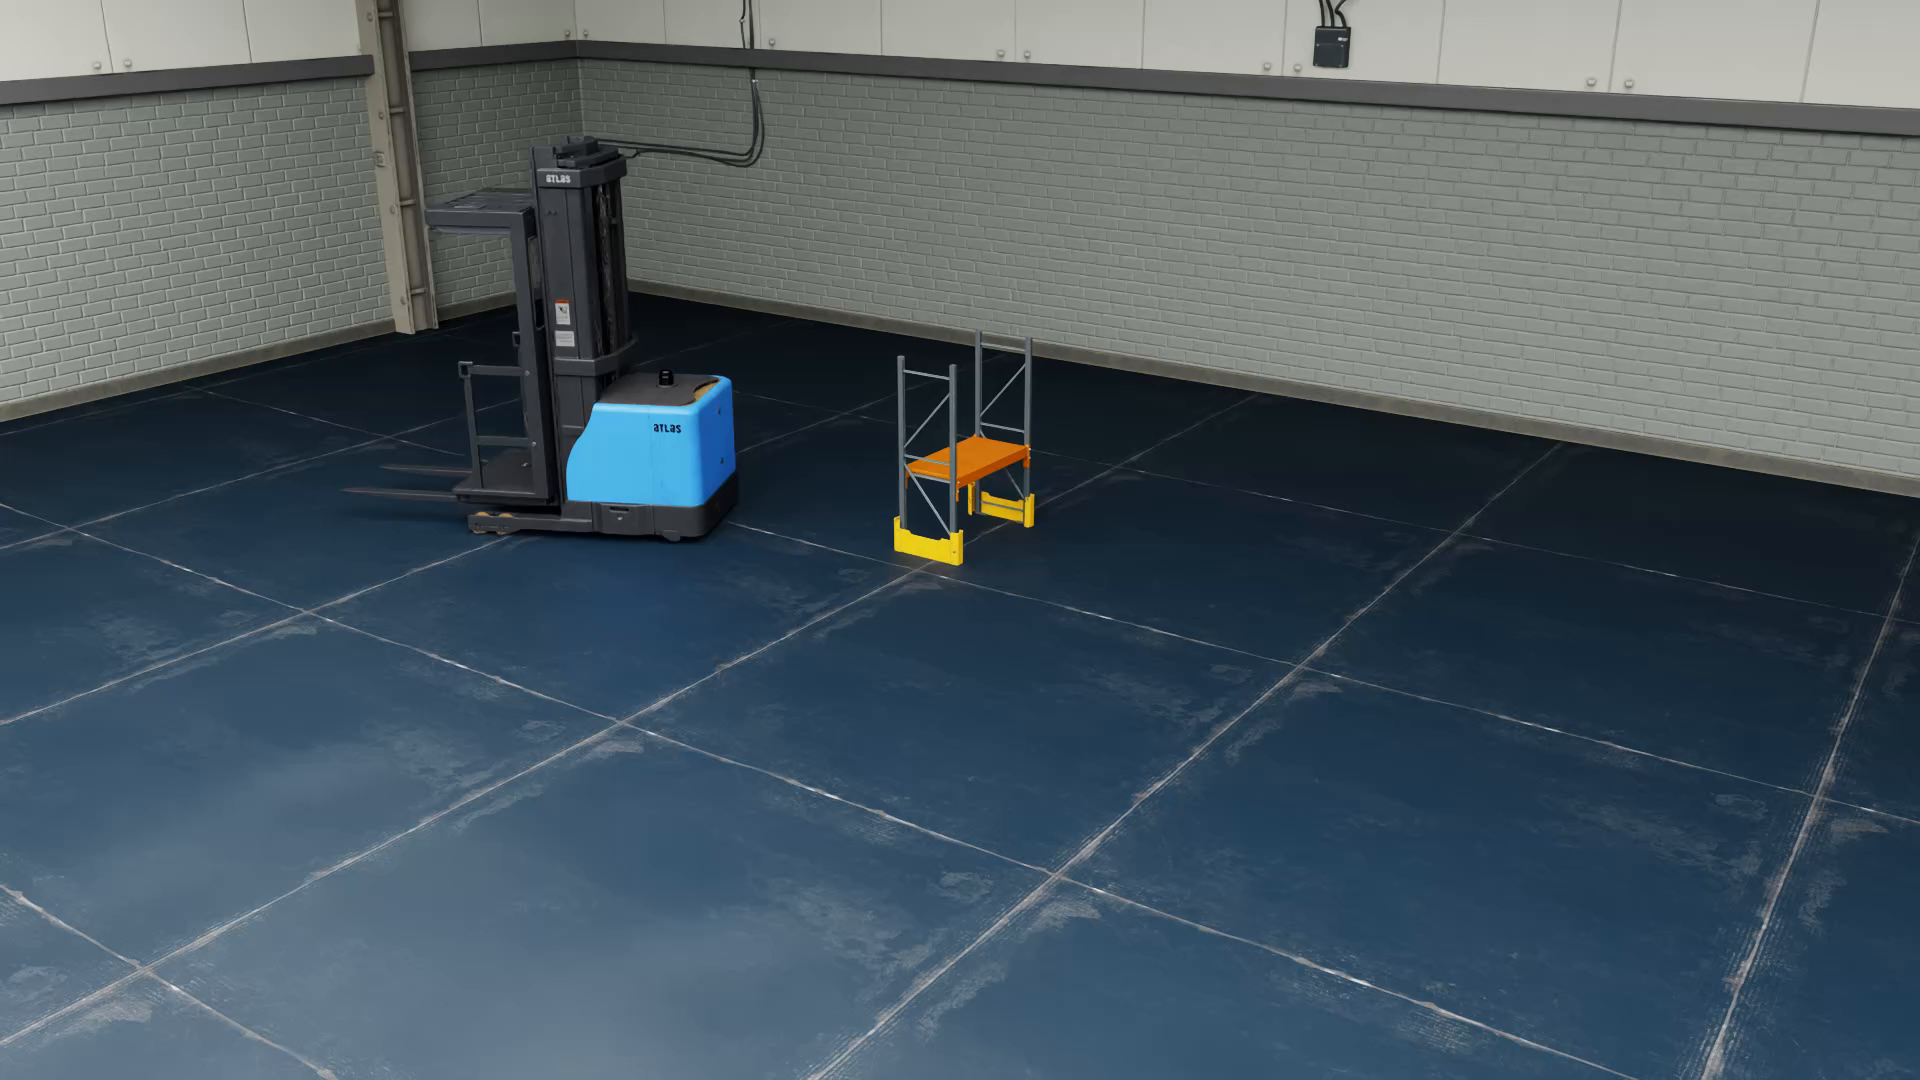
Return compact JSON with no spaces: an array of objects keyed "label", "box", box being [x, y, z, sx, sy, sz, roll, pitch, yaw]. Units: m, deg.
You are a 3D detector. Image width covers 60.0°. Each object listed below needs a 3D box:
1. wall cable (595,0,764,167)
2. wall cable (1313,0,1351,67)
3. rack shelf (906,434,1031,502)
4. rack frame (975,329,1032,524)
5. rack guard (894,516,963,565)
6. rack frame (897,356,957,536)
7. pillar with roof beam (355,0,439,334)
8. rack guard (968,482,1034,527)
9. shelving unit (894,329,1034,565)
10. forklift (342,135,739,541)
[{"label":"wall cable","box":[-3.591,-5.810,19.976,3.097,2.526,0.112,13,24,32]},{"label":"wall cable","box":[4.251,-7.005,13.829,2.305,6.003,0.169,13,24,32]},{"label":"rack shelf","box":[0.048,-0.559,12.633,0.538,0.185,1.000,13,24,32]},{"label":"rack frame","box":[0.334,-0.874,12.965,0.500,1.500,0.032,13,24,32]},{"label":"rack guard","box":[-0.237,0.004,12.394,0.587,0.250,0.087,13,24,32]},{"label":"rack frame","box":[-0.238,-0.582,12.177,0.500,1.500,0.032,13,24,32]},{"label":"pillar with roof beam","box":[-2.781,-5.839,15.579,9.100,9.000,0.400,13,24,32]},{"label":"rack guard","box":[0.323,-0.282,13.167,0.587,0.250,0.087,13,24,32]},{"label":"shelving unit","box":[0.043,-0.725,12.564,0.587,1.500,1.083,13,24,32]},{"label":"forklift","box":[-3.358,-1.588,12.833,3.031,2.935,1.130,3,21,9]}]
